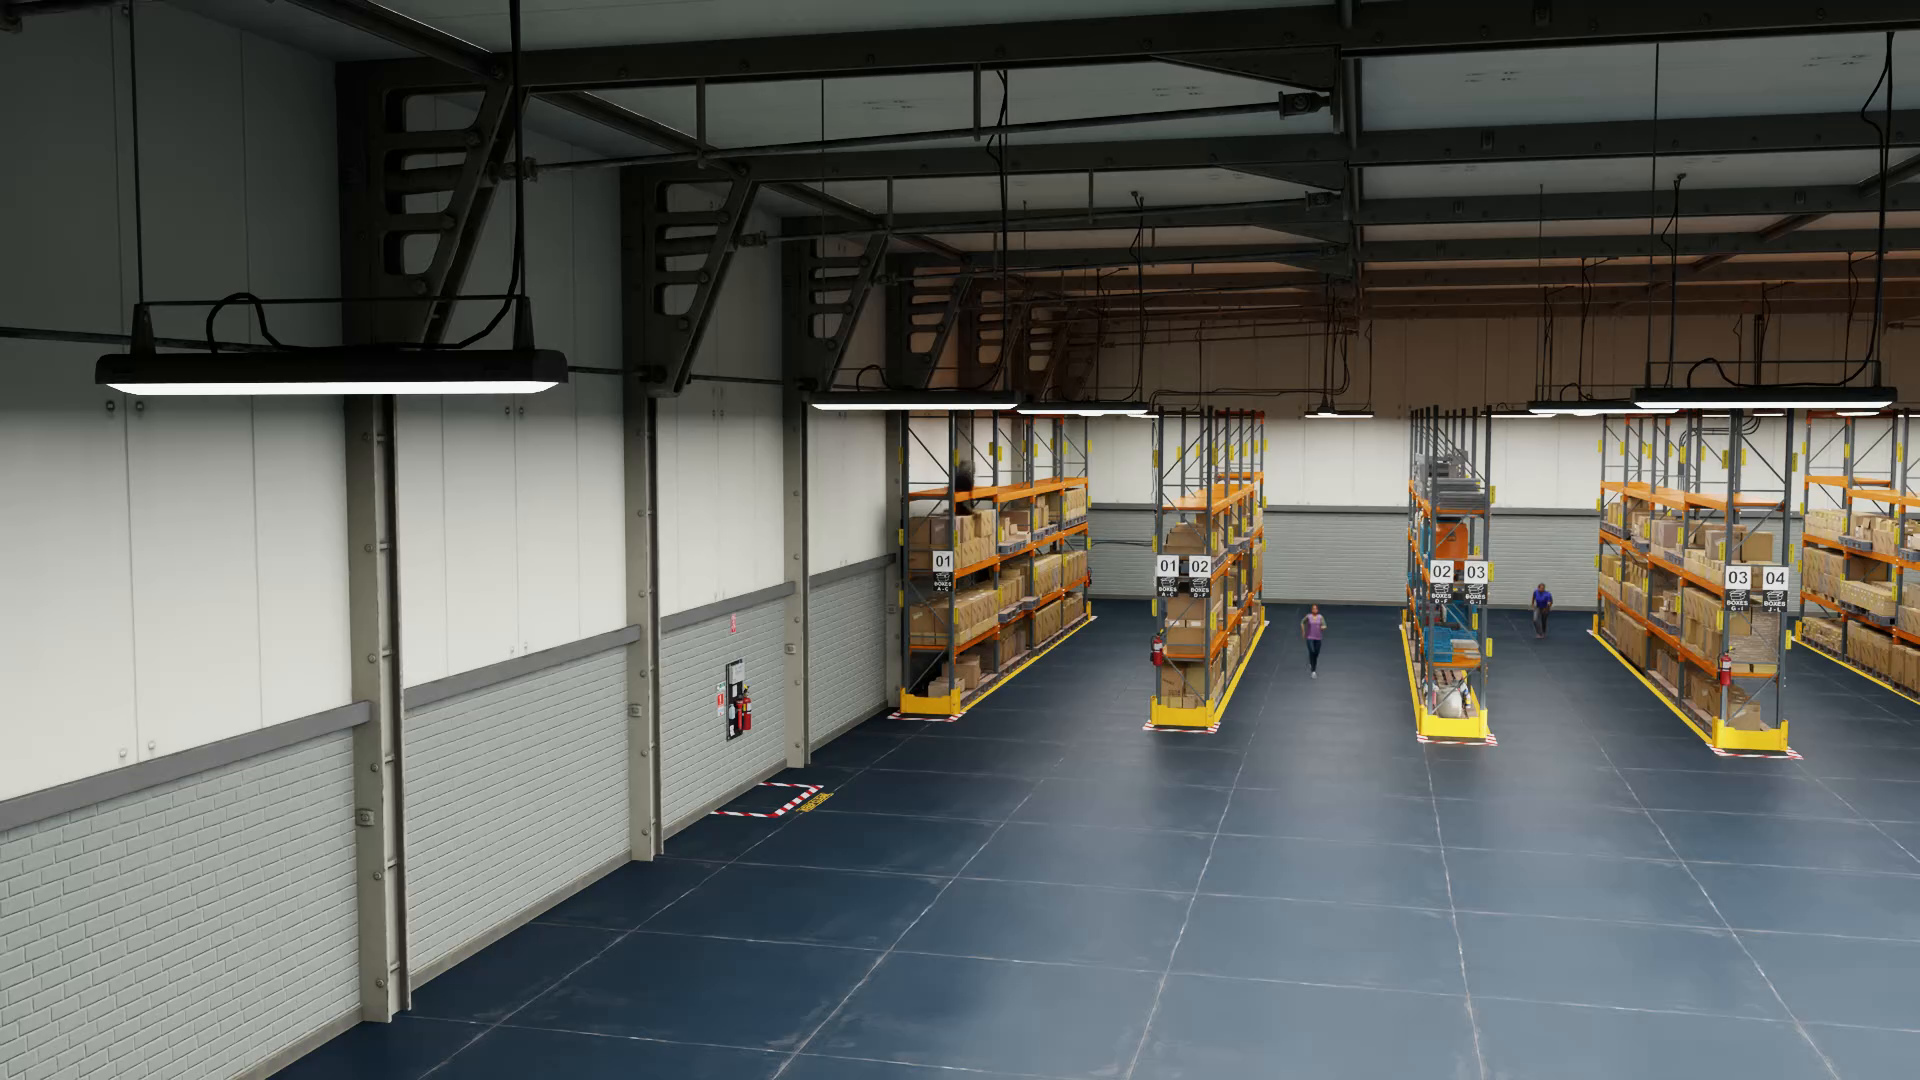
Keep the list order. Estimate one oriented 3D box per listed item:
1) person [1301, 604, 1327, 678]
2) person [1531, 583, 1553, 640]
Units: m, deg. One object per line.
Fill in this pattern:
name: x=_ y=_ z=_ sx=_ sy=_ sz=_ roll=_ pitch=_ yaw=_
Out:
person: x=7.930 y=2.229 z=37.251 sx=0.515 sy=1.603 sz=0.862 roll=0 pitch=4 yaw=-3
person: x=15.305 y=1.830 z=43.647 sx=0.595 sy=1.493 sz=1.010 roll=2 pitch=5 yaw=31
